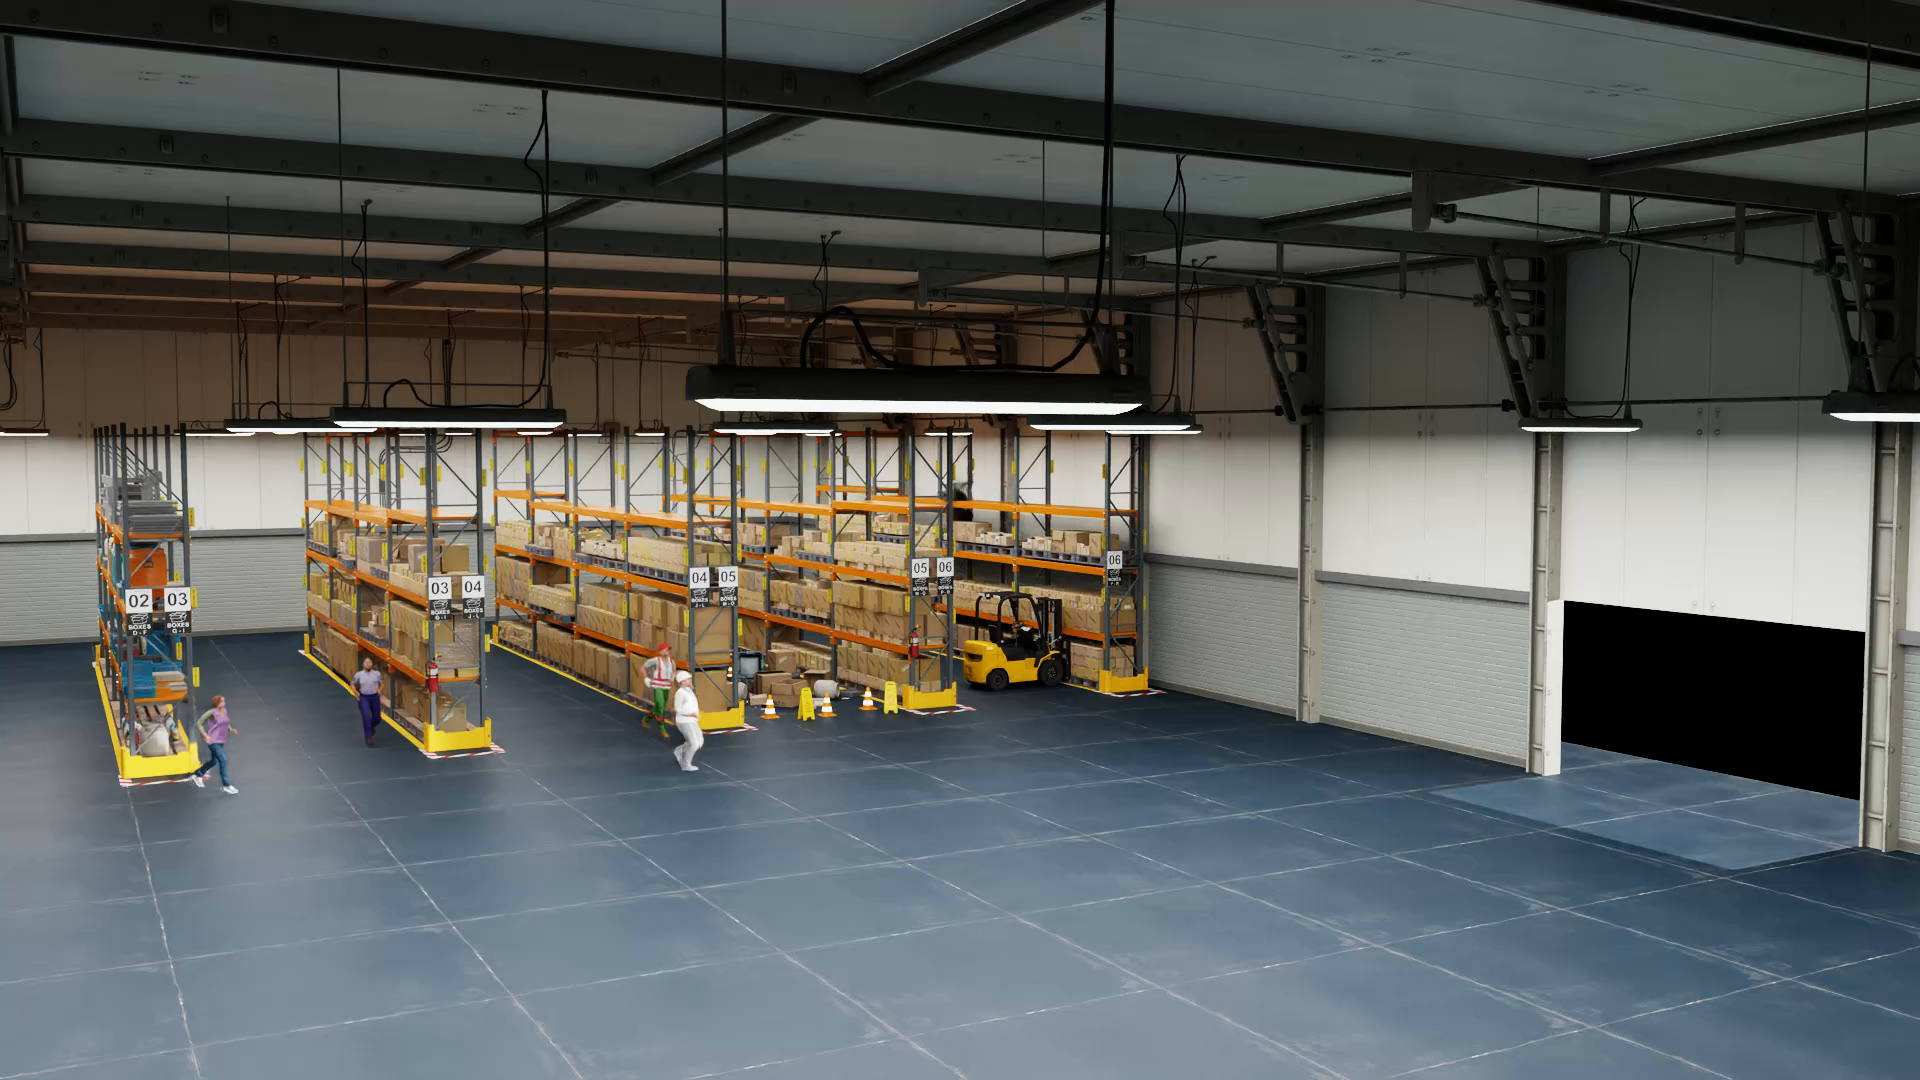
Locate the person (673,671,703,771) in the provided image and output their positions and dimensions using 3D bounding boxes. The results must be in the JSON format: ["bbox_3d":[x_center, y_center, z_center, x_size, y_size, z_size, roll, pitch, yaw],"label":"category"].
[{"bbox_3d":[-4.697,3.121,28.688,0.603,1.722,0.656,1,4,10],"label":"person"}]

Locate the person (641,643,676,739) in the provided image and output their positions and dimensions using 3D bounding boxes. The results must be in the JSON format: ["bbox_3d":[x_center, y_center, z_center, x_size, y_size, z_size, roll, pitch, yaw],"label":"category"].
[{"bbox_3d":[-5.789,2.886,32.206,0.972,1.783,0.720,3,5,41],"label":"person"}]

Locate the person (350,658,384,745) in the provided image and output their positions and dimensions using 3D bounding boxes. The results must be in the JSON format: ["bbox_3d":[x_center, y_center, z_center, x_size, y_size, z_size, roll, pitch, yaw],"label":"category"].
[{"bbox_3d":[-11.168,3.030,31.374,0.615,1.583,0.708,-2,4,-32],"label":"person"}]

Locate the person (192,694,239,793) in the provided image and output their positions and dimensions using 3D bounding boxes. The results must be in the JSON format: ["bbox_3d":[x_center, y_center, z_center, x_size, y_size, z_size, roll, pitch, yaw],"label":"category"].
[{"bbox_3d":[-12.089,3.291,26.938,0.871,1.596,0.500,1,4,9],"label":"person"}]
